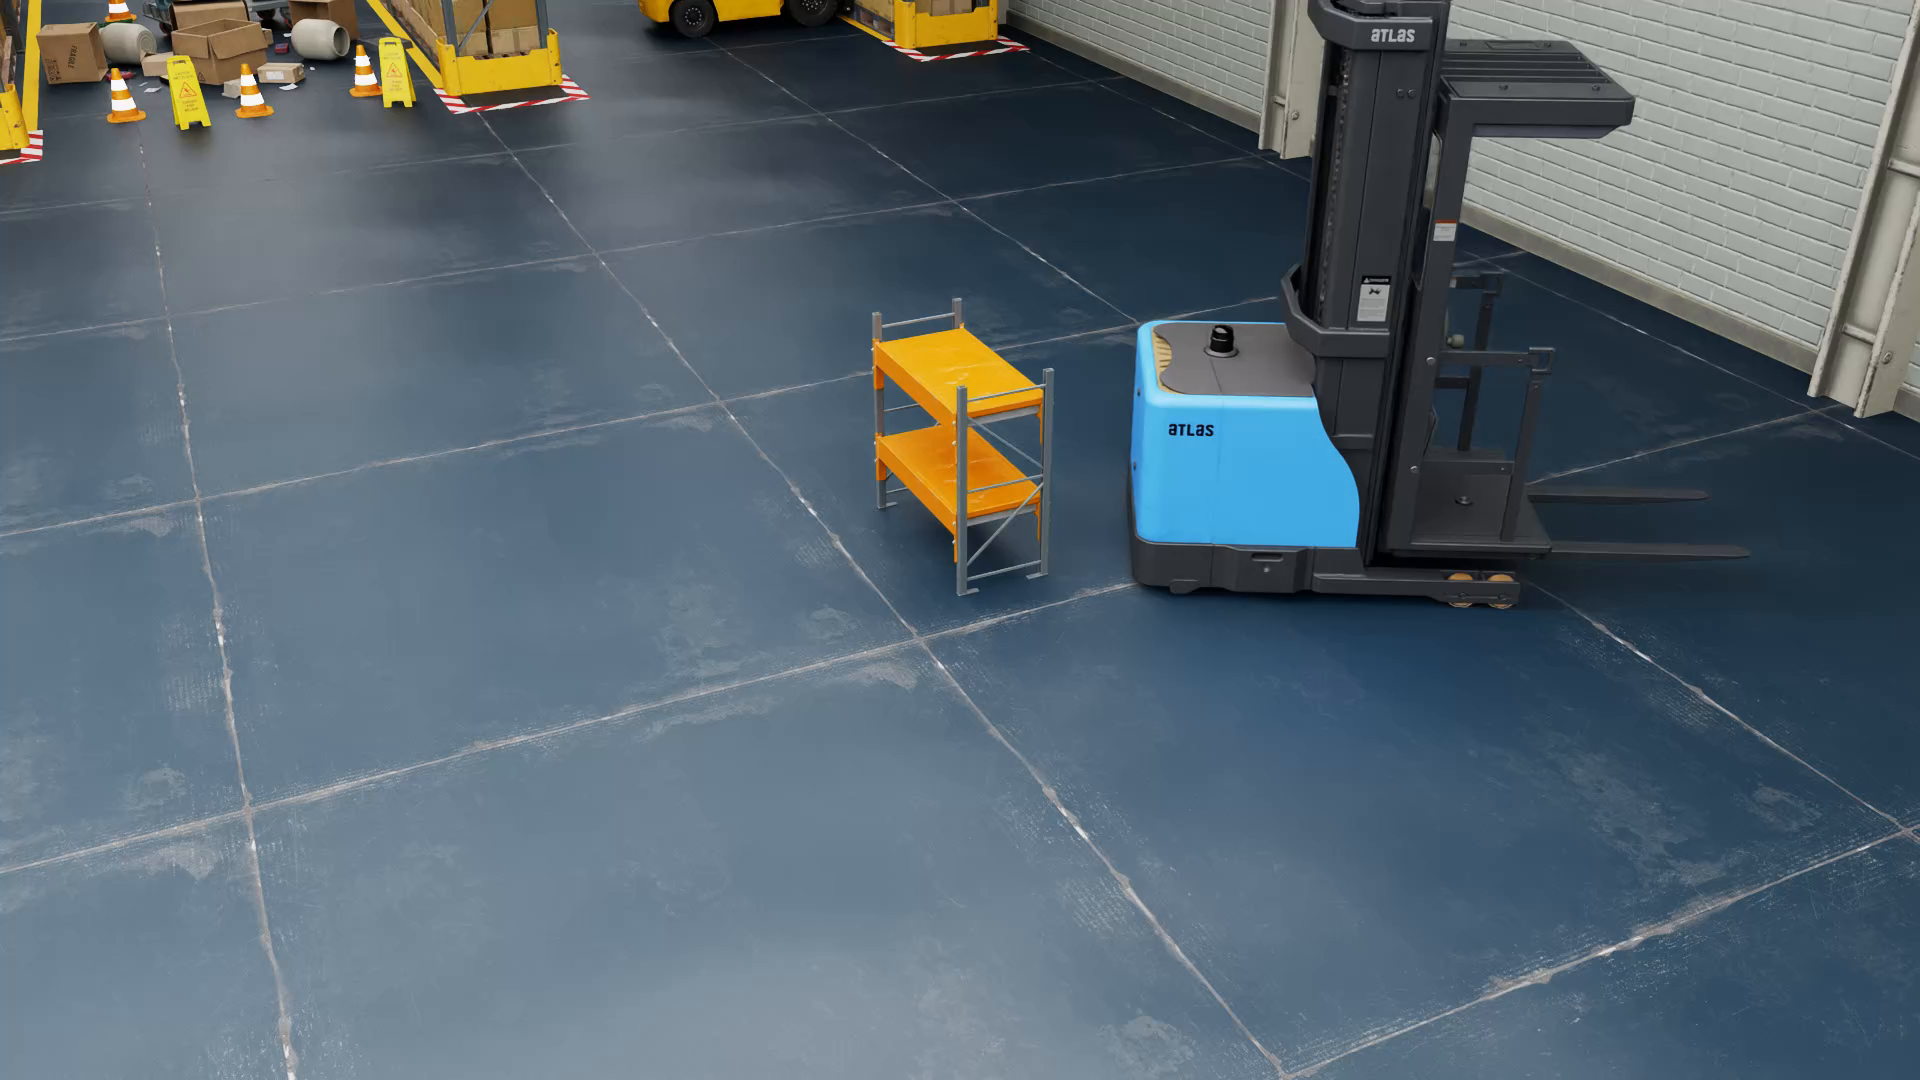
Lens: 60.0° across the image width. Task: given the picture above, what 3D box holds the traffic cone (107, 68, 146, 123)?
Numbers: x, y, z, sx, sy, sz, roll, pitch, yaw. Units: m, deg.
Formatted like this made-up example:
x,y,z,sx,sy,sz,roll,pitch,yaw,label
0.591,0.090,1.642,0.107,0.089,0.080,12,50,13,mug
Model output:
x,y,z,sx,sy,sz,roll,pitch,yaw,label
-8.016,-4.267,15.885,0.336,0.463,0.334,-13,32,-22,traffic cone

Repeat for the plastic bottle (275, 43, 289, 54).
x,y,z,sx,sy,sz,roll,pitch,yaw,label
-7.501,-5.446,18.399,0.133,0.061,0.283,-8,30,-13,plastic bottle

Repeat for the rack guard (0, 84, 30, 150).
x,y,z,sx,sy,sz,roll,pitch,yaw,label
-9.061,-3.739,14.907,1.175,0.500,0.348,-13,32,-22,rack guard

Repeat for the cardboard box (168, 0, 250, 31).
x,y,z,sx,sy,sz,roll,pitch,yaw,label
-8.093,-5.550,17.995,0.797,0.637,0.503,-13,32,-22,cardboard box

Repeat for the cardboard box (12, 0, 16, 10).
x,y,z,sx,sy,sz,roll,pitch,yaw,label
-11.547,-6.491,19.130,1.050,0.750,0.750,-13,32,-22,cardboard box

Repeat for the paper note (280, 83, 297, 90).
x,y,z,sx,sy,sz,roll,pitch,yaw,label
-6.847,-4.629,16.974,0.142,0.019,0.148,26,38,38,paper note

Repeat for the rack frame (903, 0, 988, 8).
x,y,z,sx,sy,sz,roll,pitch,yaw,label
-0.162,-6.968,18.110,1.000,3.000,0.127,-13,32,-22,rack frame

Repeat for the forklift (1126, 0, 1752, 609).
x,y,z,sx,sy,sz,roll,pitch,yaw,label
2.393,-1.210,7.911,3.031,2.935,1.130,1,29,3,forklift

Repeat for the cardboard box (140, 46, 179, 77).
x,y,z,sx,sy,sz,roll,pitch,yaw,label
-8.387,-5.042,17.470,0.396,0.266,0.258,-8,30,-13,cardboard box

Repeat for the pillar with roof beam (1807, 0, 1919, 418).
x,y,z,sx,sy,sz,roll,pitch,yaw,label
1.616,-3.877,6.463,9.100,9.000,0.400,-13,32,-22,pillar with roof beam

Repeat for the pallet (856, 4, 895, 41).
x,y,z,sx,sy,sz,roll,pitch,yaw,label
-0.528,-6.081,19.378,1.003,0.211,1.213,-13,32,-22,pallet

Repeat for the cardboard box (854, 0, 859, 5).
x,y,z,sx,sy,sz,roll,pitch,yaw,label
-1.061,-6.538,19.724,0.500,0.250,0.500,-13,32,-21,cardboard box

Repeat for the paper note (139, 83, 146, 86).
x,y,z,sx,sy,sz,roll,pitch,yaw,label
-8.398,-4.690,17.103,0.032,0.001,0.123,2,29,4,paper note

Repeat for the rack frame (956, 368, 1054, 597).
x,y,z,sx,sy,sz,roll,pitch,yaw,label
0.215,-0.269,8.080,0.500,1.125,0.032,-13,32,-22,rack frame

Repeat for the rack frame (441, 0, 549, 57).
x,y,z,sx,sy,sz,roll,pitch,yaw,label
-4.644,-5.924,16.248,1.000,3.000,0.127,-13,32,-22,rack frame

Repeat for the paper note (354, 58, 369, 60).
x,y,z,sx,sy,sz,roll,pitch,yaw,label
-6.489,-5.235,18.054,0.148,0.019,0.142,26,38,38,paper note

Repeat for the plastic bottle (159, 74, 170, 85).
x,y,z,sx,sy,sz,roll,pitch,yaw,label
-8.177,-4.760,17.176,0.283,0.061,0.133,26,38,38,plastic bottle

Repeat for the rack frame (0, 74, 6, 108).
x,y,z,sx,sy,sz,roll,pitch,yaw,label
-9.071,-4.840,14.315,1.000,3.000,0.127,-13,32,-22,rack frame

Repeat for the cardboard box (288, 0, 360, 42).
x,y,z,sx,sy,sz,roll,pitch,yaw,label
-7.130,-5.843,18.656,0.500,0.500,0.500,7,30,13,cardboard box

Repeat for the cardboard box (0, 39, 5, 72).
x,y,z,sx,sy,sz,roll,pitch,yaw,label
-10.191,-5.174,16.653,0.875,0.875,0.875,-13,32,-22,cardboard box

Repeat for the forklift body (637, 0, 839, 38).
x,y,z,sx,sy,sz,roll,pitch,yaw,label
-2.624,-7.053,19.128,2.313,2.155,1.214,-13,32,-22,forklift body

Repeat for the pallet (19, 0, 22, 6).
x,y,z,sx,sy,sz,roll,pitch,yaw,label
-12.235,-6.794,20.650,1.003,0.211,1.213,-13,32,-22,pallet

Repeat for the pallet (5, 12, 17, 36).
x,y,z,sx,sy,sz,roll,pitch,yaw,label
-11.187,-5.716,18.728,1.003,0.211,1.213,-13,32,-22,pallet

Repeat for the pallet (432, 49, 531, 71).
x,y,z,sx,sy,sz,roll,pitch,yaw,label
-4.993,-5.108,17.643,1.003,0.211,1.213,-13,32,-22,pallet

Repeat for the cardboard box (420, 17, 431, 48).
x,y,z,sx,sy,sz,roll,pitch,yaw,label
-5.449,-5.439,17.765,0.500,0.250,0.500,-13,32,-22,cardboard box

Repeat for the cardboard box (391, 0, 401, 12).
x,y,z,sx,sy,sz,roll,pitch,yaw,label
-6.351,-6.358,19.403,0.500,0.250,0.500,-15,32,-24,cardboard box

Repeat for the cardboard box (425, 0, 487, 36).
x,y,z,sx,sy,sz,roll,pitch,yaw,label
-5.223,-5.534,17.168,0.500,0.500,0.500,-13,32,-22,cardboard box

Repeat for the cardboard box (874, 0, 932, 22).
x,y,z,sx,sy,sz,roll,pitch,yaw,label
-0.649,-6.093,18.931,0.500,0.250,0.500,-13,32,-22,cardboard box

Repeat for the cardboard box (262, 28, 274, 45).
x,y,z,sx,sy,sz,roll,pitch,yaw,label
-7.950,-5.688,18.622,0.396,0.266,0.258,13,32,21,cardboard box

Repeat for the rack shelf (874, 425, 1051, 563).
x,y,z,sx,sy,sz,roll,pitch,yaw,label
-0.003,-0.280,8.600,0.538,0.278,1.000,-13,32,-22,rack shelf

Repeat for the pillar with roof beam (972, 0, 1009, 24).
x,y,z,sx,sy,sz,roll,pitch,yaw,label
-3.535,-9.178,15.916,9.100,9.000,0.400,-13,32,-22,pillar with roof beam

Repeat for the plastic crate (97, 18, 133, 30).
x,y,z,sx,sy,sz,roll,pitch,yaw,label
-9.530,-5.604,18.493,0.450,0.188,0.662,-7,28,9,plastic crate

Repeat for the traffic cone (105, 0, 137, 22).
x,y,z,sx,sy,sz,roll,pitch,yaw,label
-10.000,-6.410,19.708,0.336,0.463,0.334,-13,32,-22,traffic cone

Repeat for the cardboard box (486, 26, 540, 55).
x,y,z,sx,sy,sz,roll,pitch,yaw,label
-4.740,-5.323,17.557,0.500,0.250,0.500,-13,32,-22,cardboard box

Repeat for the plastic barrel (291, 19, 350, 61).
x,y,z,sx,sy,sz,roll,pitch,yaw,label
-6.898,-5.395,17.938,0.512,0.421,0.421,7,30,13,plastic barrel

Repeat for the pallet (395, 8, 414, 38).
x,y,z,sx,sy,sz,roll,pitch,yaw,label
-6.041,-6.186,19.565,1.003,0.211,1.213,-13,32,-22,pallet

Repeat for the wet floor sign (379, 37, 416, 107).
x,y,z,sx,sy,sz,roll,pitch,yaw,label
-5.528,-4.589,16.274,0.267,0.644,0.232,-3,29,-5,wet floor sign

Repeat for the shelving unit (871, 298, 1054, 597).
x,y,z,sx,sy,sz,roll,pitch,yaw,label
-0.003,-0.494,8.480,0.538,1.125,1.048,-13,32,-22,shelving unit

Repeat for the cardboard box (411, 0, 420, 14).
x,y,z,sx,sy,sz,roll,pitch,yaw,label
-5.661,-5.989,17.978,0.500,0.500,0.500,-14,32,-23,cardboard box

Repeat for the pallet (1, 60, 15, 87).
x,y,z,sx,sy,sz,roll,pitch,yaw,label
-10.005,-4.499,16.557,1.003,0.211,1.213,-13,32,-22,pallet

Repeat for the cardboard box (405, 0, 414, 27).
x,y,z,sx,sy,sz,roll,pitch,yaw,label
-5.882,-5.890,18.570,0.500,0.250,0.500,-14,32,-23,cardboard box
